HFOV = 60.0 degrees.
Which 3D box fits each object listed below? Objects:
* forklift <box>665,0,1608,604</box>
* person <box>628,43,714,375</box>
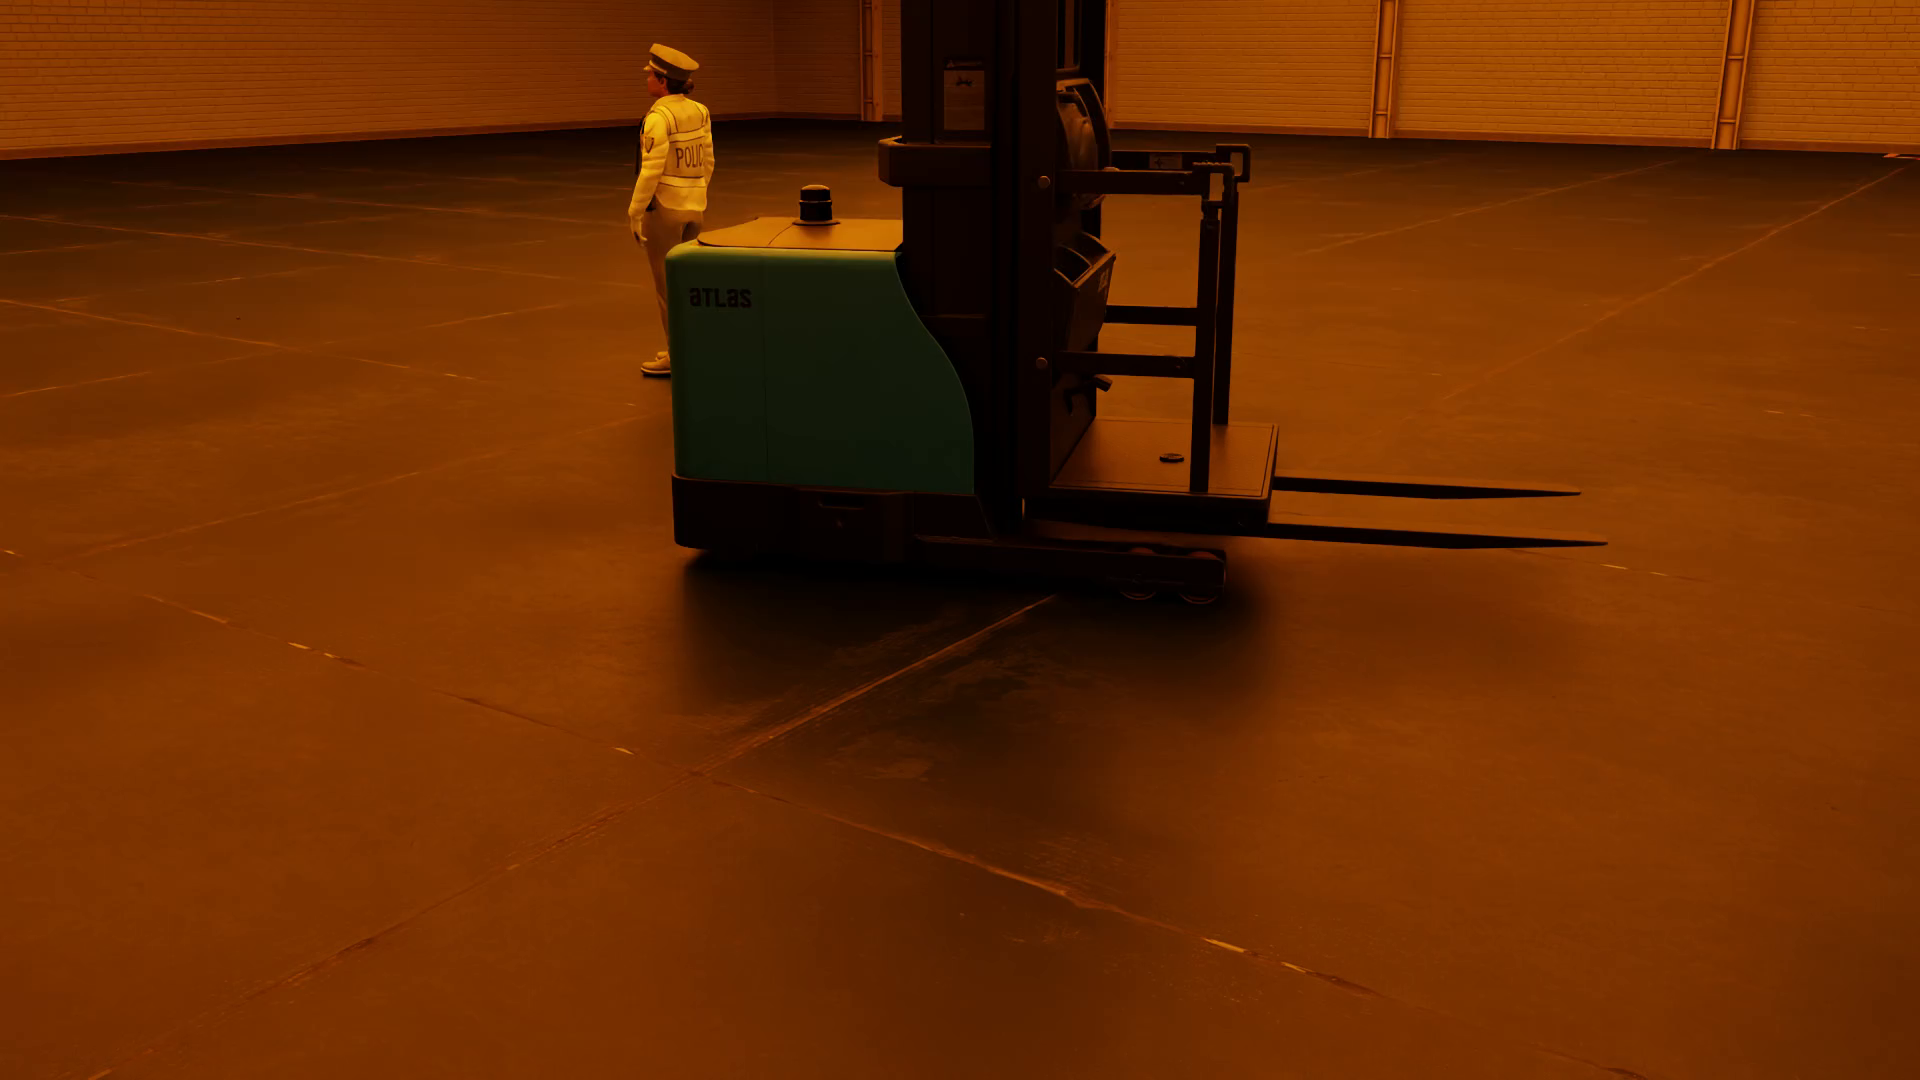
[{"bbox_3d":[0.595,-1.367,5.404,3.031,2.935,1.130,4,17,12],"label":"forklift"},{"bbox_3d":[-1.552,-1.705,8.668,0.531,1.695,0.589,8,19,26],"label":"person"}]
